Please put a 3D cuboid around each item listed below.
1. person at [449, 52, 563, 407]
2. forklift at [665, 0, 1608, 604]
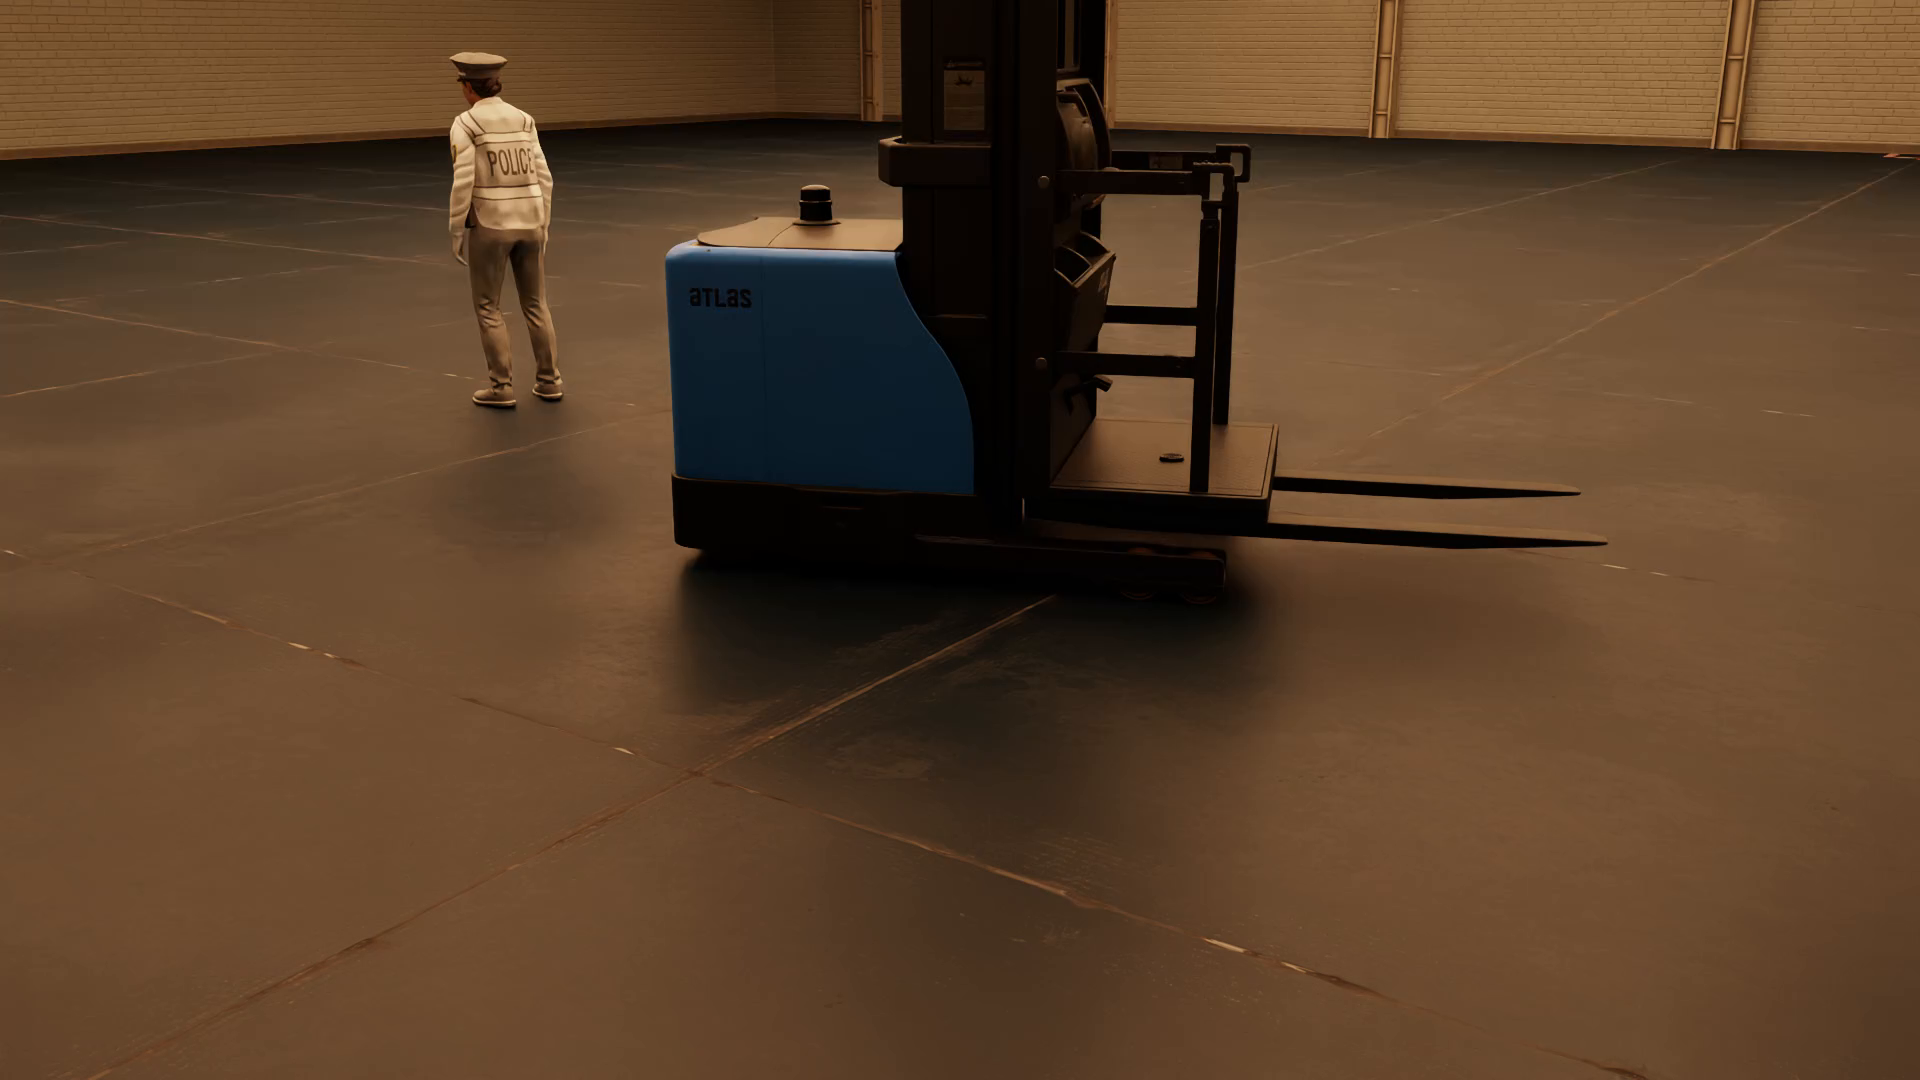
[{"bbox_3d":[-2.196,-1.477,7.985,0.547,1.664,0.375,-16,23,-42],"label":"person"},{"bbox_3d":[0.595,-1.367,5.404,3.031,2.935,1.130,4,17,12],"label":"forklift"}]
